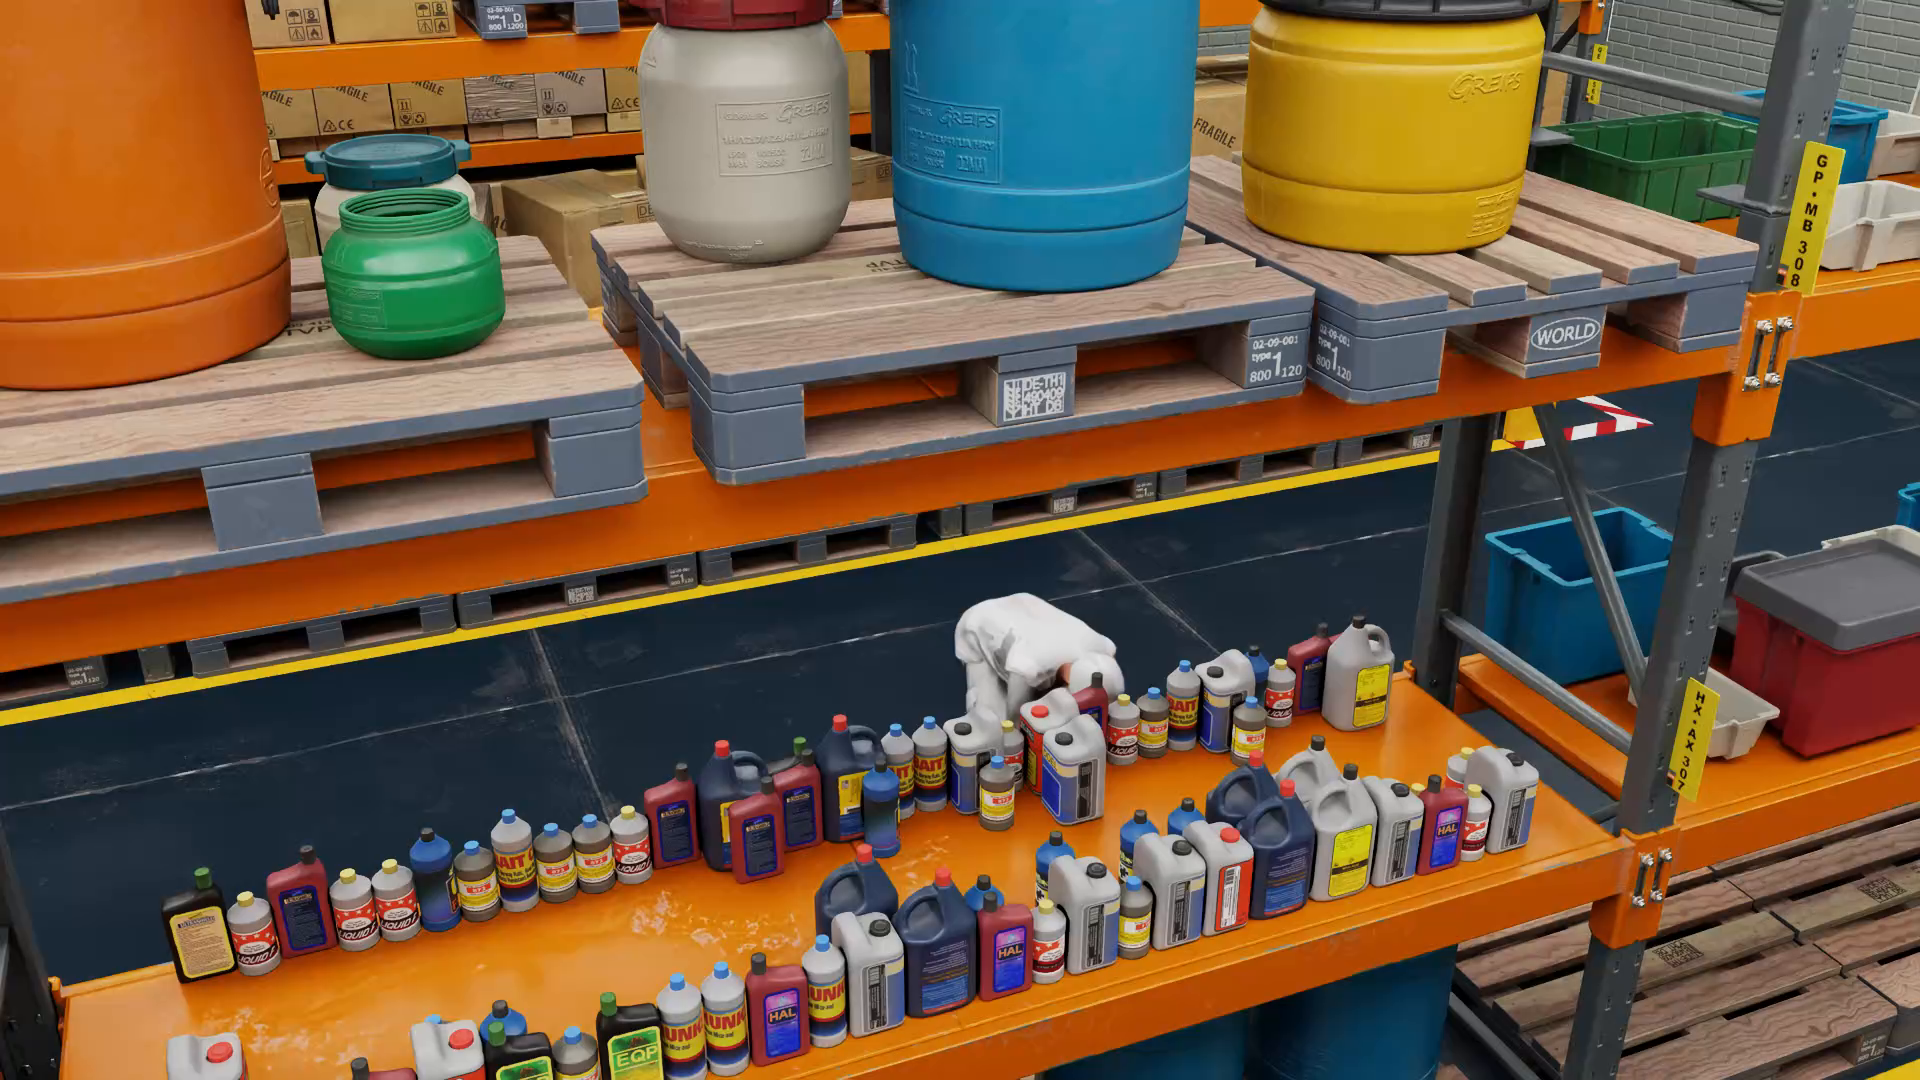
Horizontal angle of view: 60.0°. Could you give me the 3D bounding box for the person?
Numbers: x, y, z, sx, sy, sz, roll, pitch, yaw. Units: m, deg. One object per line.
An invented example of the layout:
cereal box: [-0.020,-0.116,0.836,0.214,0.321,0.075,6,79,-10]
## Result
person: [0.323,0.728,6.485,0.525,0.995,0.955,-12,28,-23]
